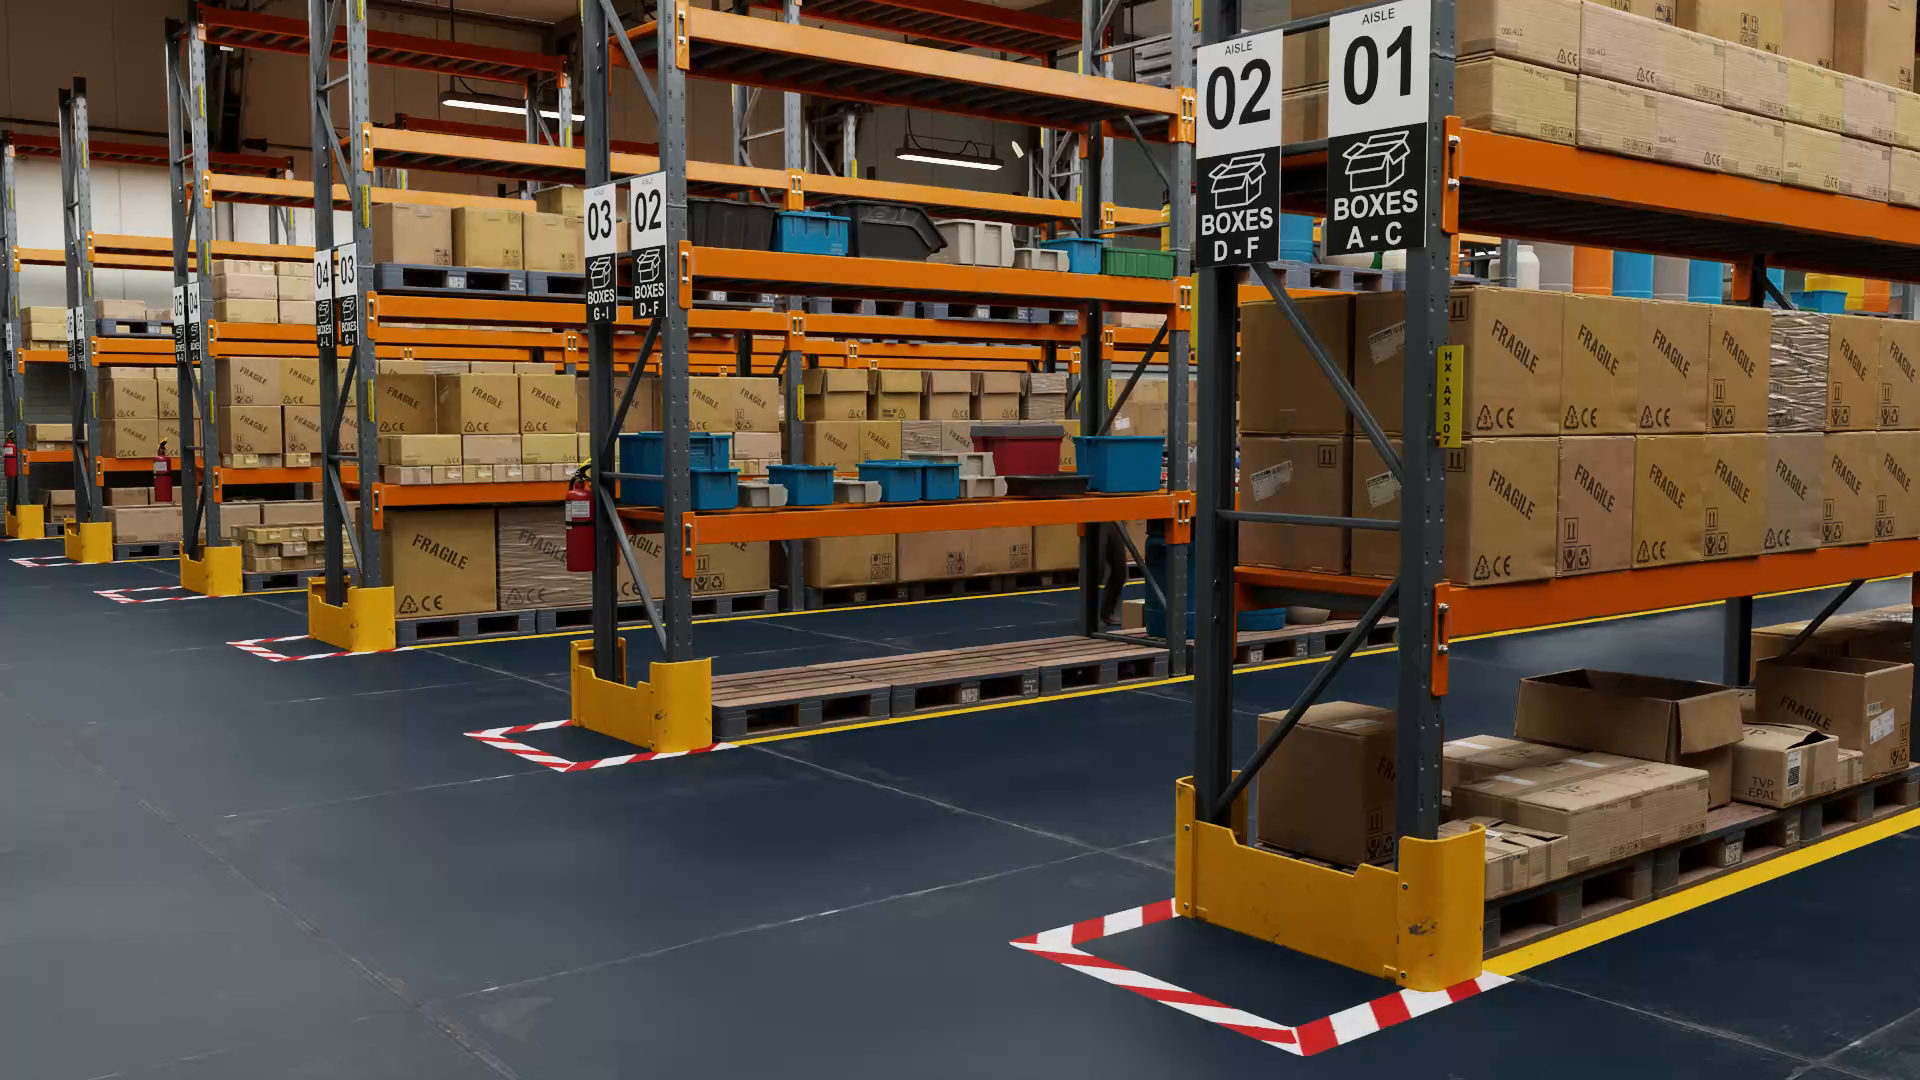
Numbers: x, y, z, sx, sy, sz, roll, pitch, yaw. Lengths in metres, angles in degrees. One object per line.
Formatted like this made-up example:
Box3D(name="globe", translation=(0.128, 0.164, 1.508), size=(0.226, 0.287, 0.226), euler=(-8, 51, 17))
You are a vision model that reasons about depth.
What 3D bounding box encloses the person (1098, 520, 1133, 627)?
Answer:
Box3D(name="person", translation=(1.297, -0.051, 14.754), size=(0.450, 1.626, 0.354), euler=(-3, 6, -37))
